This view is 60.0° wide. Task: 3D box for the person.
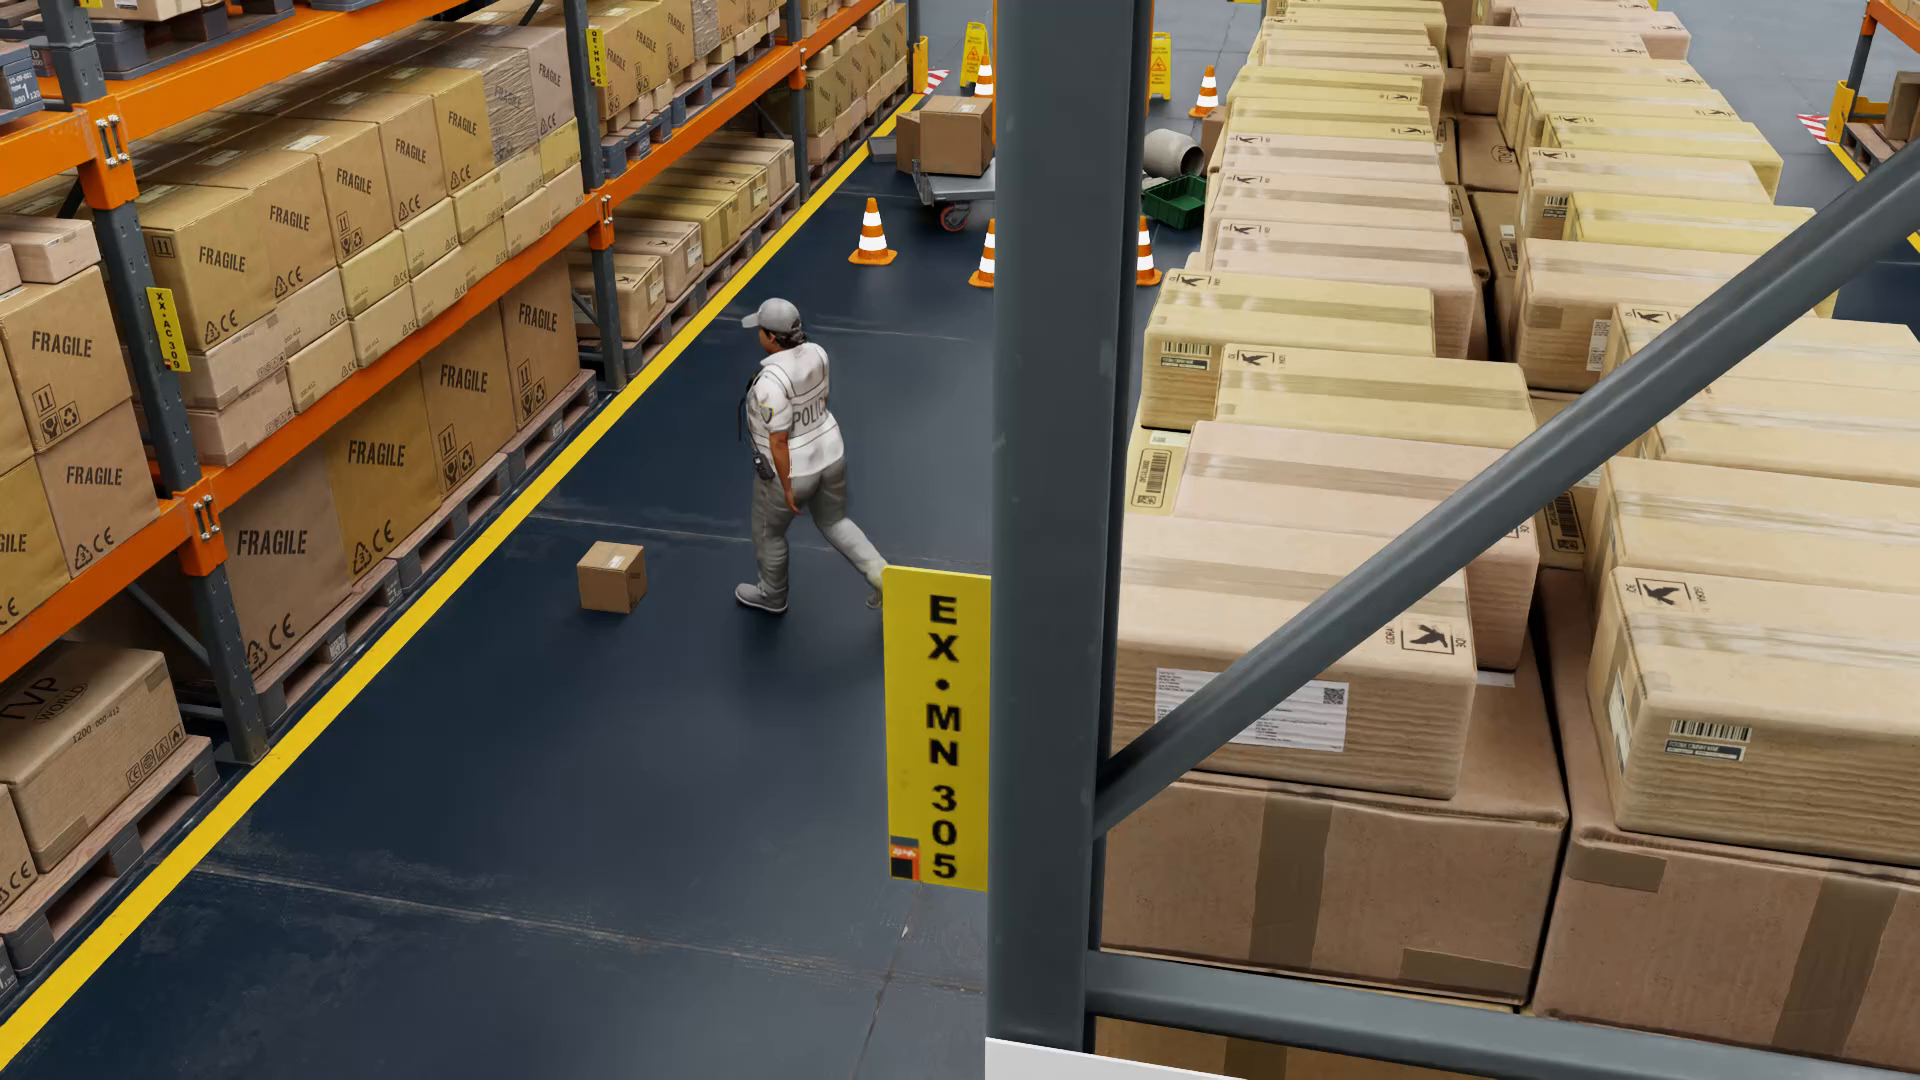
[{"bbox_3d":[-0.714,-0.339,7.734,0.900,1.636,0.490,18,34,29],"label":"person"}]
